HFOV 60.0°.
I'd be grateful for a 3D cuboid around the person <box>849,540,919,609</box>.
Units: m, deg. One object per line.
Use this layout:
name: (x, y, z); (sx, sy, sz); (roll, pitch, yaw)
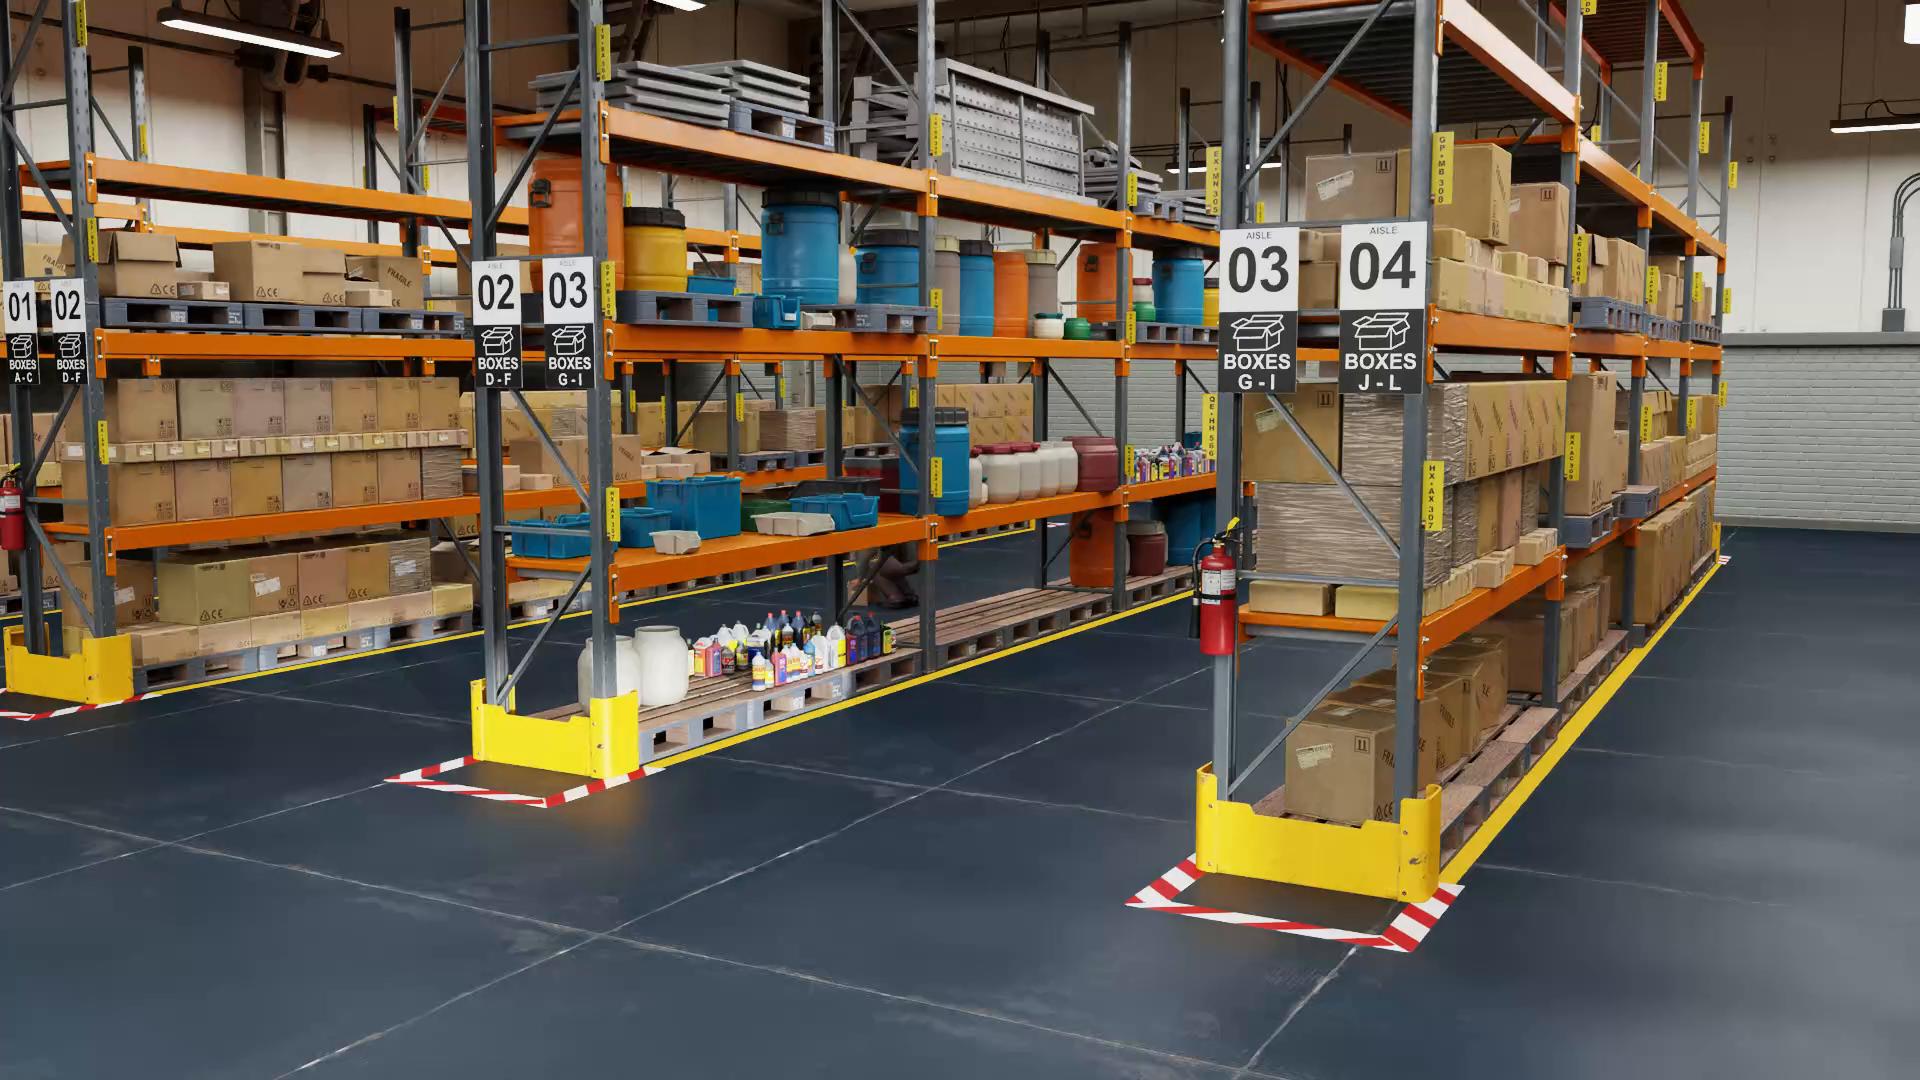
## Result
person: (-0.745, 0.235, 17.733); (0.859, 0.963, 0.547); (3, 7, 28)
